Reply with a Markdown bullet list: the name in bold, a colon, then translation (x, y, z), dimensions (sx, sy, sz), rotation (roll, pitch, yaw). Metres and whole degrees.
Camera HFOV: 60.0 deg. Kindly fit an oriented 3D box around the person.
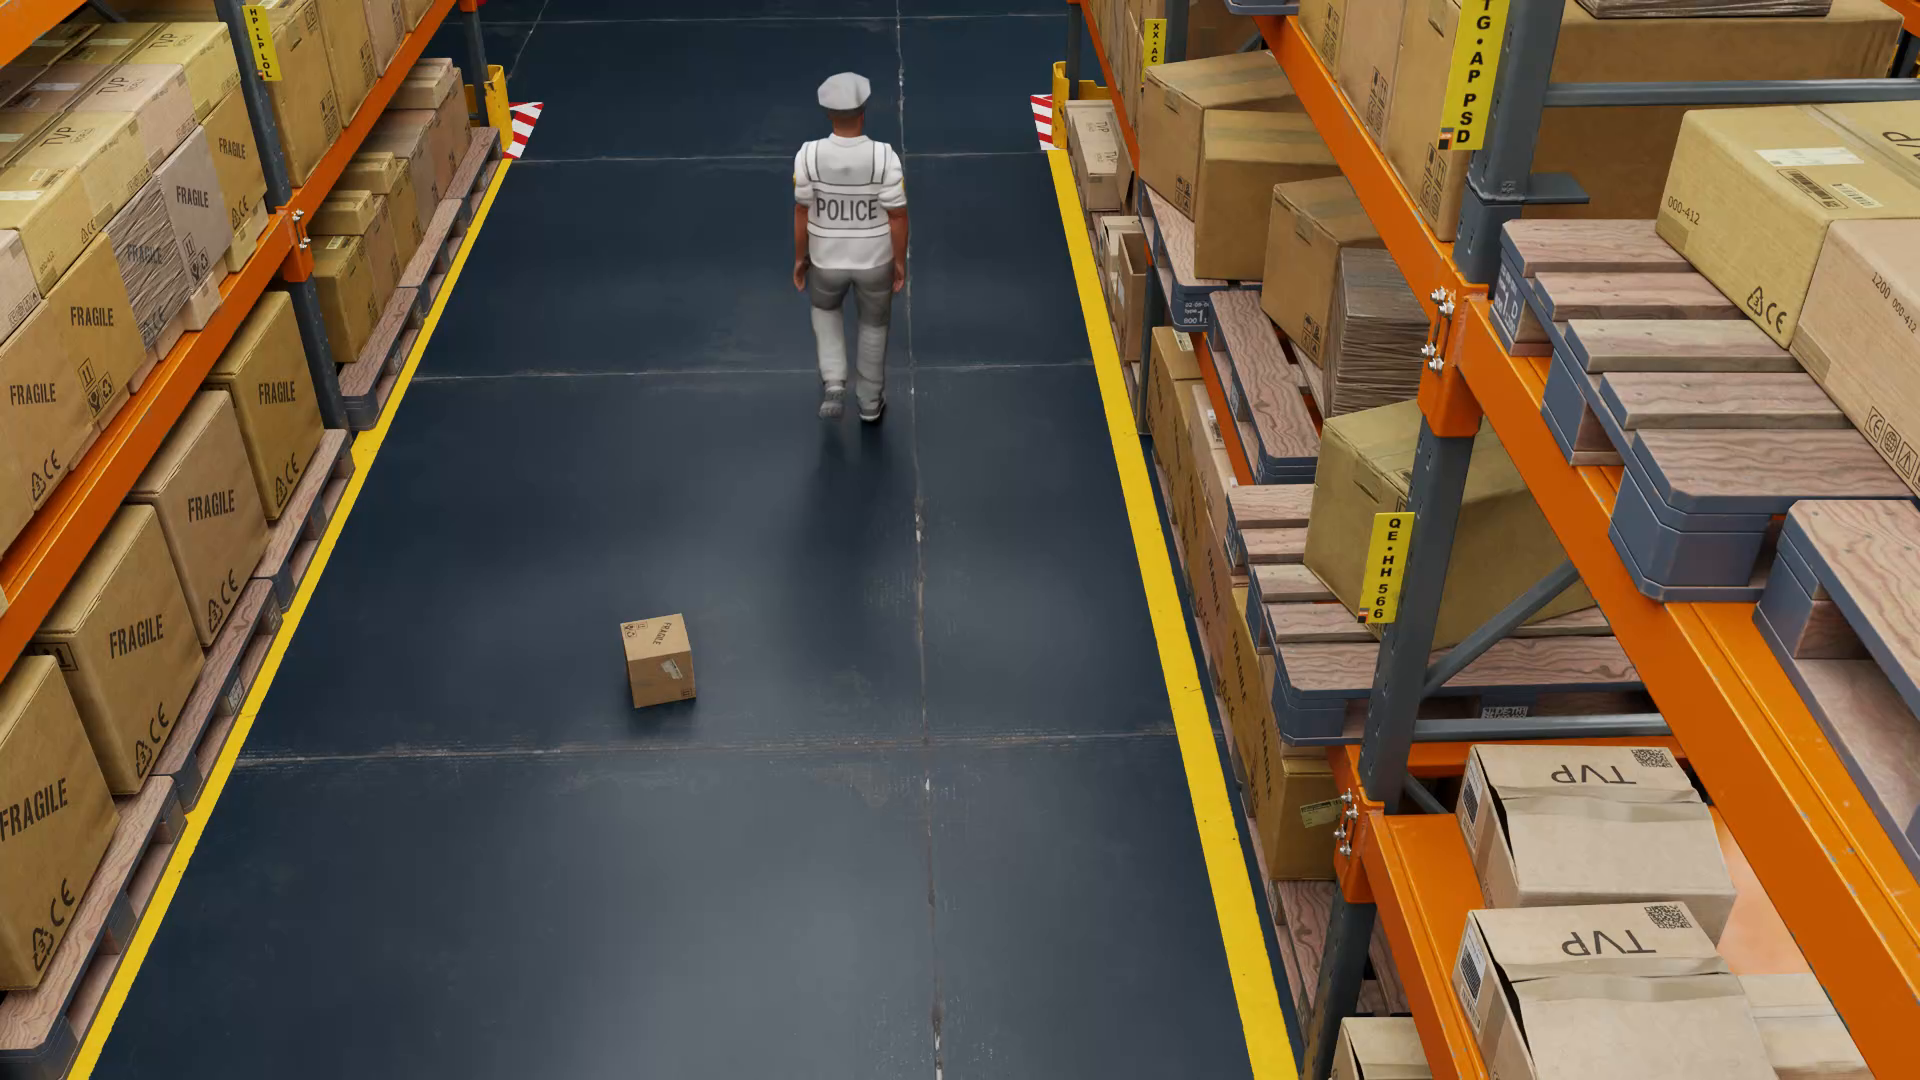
- **person**: translation (-0.526, -1.389, 8.063), dimensions (0.567, 1.775, 0.472), rotation (2, 35, 2)
